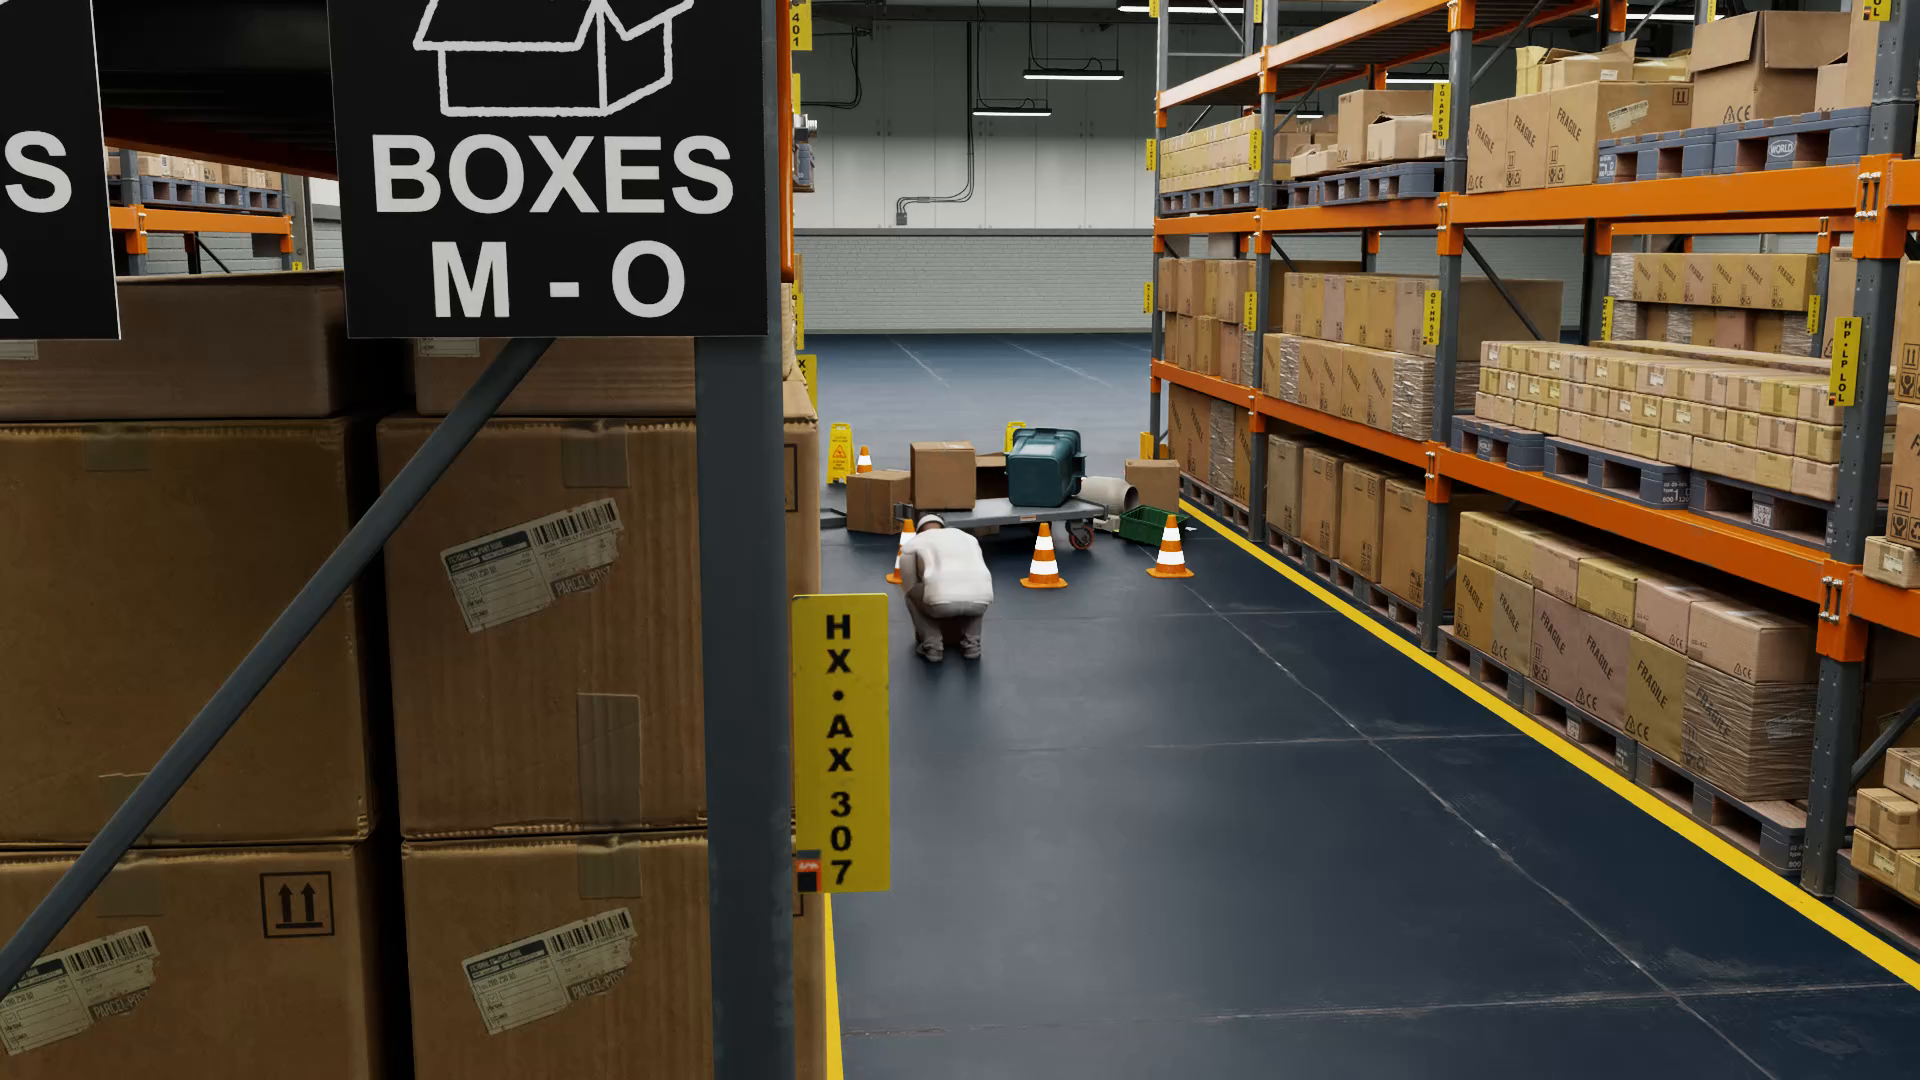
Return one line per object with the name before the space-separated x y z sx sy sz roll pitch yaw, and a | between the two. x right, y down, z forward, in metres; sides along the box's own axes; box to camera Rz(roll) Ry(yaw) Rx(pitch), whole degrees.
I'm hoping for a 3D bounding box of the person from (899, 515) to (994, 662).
person | -0.103 0.344 10.417 0.539 0.902 0.923 -2 10 -9
